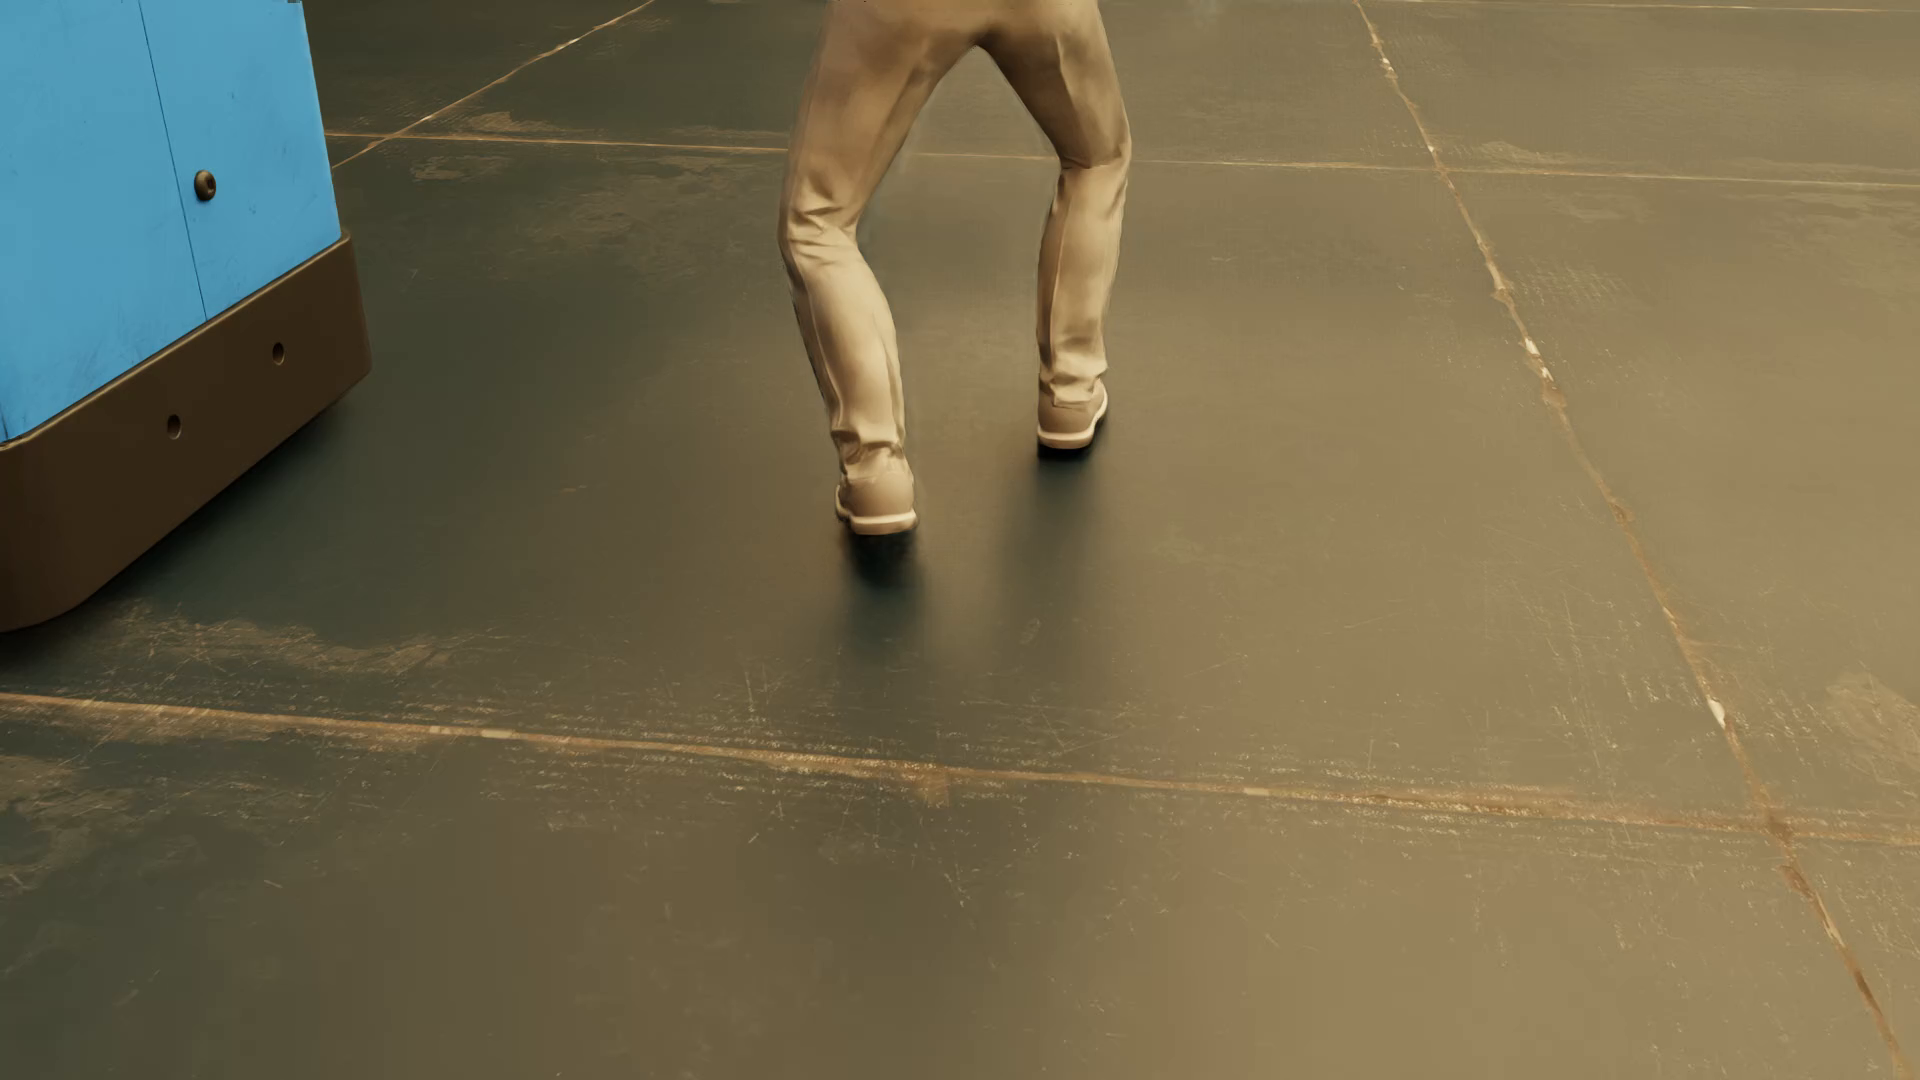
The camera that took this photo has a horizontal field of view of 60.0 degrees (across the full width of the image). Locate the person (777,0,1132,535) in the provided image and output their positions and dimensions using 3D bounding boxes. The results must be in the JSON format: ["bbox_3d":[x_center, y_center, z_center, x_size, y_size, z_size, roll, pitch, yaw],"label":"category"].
[{"bbox_3d":[0.079,-0.856,2.475,0.784,1.527,0.833,-9,28,-17],"label":"person"}]

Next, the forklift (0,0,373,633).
[{"bbox_3d":[-2.596,-1.437,2.097,3.031,2.935,1.130,3,27,6],"label":"forklift"}]
